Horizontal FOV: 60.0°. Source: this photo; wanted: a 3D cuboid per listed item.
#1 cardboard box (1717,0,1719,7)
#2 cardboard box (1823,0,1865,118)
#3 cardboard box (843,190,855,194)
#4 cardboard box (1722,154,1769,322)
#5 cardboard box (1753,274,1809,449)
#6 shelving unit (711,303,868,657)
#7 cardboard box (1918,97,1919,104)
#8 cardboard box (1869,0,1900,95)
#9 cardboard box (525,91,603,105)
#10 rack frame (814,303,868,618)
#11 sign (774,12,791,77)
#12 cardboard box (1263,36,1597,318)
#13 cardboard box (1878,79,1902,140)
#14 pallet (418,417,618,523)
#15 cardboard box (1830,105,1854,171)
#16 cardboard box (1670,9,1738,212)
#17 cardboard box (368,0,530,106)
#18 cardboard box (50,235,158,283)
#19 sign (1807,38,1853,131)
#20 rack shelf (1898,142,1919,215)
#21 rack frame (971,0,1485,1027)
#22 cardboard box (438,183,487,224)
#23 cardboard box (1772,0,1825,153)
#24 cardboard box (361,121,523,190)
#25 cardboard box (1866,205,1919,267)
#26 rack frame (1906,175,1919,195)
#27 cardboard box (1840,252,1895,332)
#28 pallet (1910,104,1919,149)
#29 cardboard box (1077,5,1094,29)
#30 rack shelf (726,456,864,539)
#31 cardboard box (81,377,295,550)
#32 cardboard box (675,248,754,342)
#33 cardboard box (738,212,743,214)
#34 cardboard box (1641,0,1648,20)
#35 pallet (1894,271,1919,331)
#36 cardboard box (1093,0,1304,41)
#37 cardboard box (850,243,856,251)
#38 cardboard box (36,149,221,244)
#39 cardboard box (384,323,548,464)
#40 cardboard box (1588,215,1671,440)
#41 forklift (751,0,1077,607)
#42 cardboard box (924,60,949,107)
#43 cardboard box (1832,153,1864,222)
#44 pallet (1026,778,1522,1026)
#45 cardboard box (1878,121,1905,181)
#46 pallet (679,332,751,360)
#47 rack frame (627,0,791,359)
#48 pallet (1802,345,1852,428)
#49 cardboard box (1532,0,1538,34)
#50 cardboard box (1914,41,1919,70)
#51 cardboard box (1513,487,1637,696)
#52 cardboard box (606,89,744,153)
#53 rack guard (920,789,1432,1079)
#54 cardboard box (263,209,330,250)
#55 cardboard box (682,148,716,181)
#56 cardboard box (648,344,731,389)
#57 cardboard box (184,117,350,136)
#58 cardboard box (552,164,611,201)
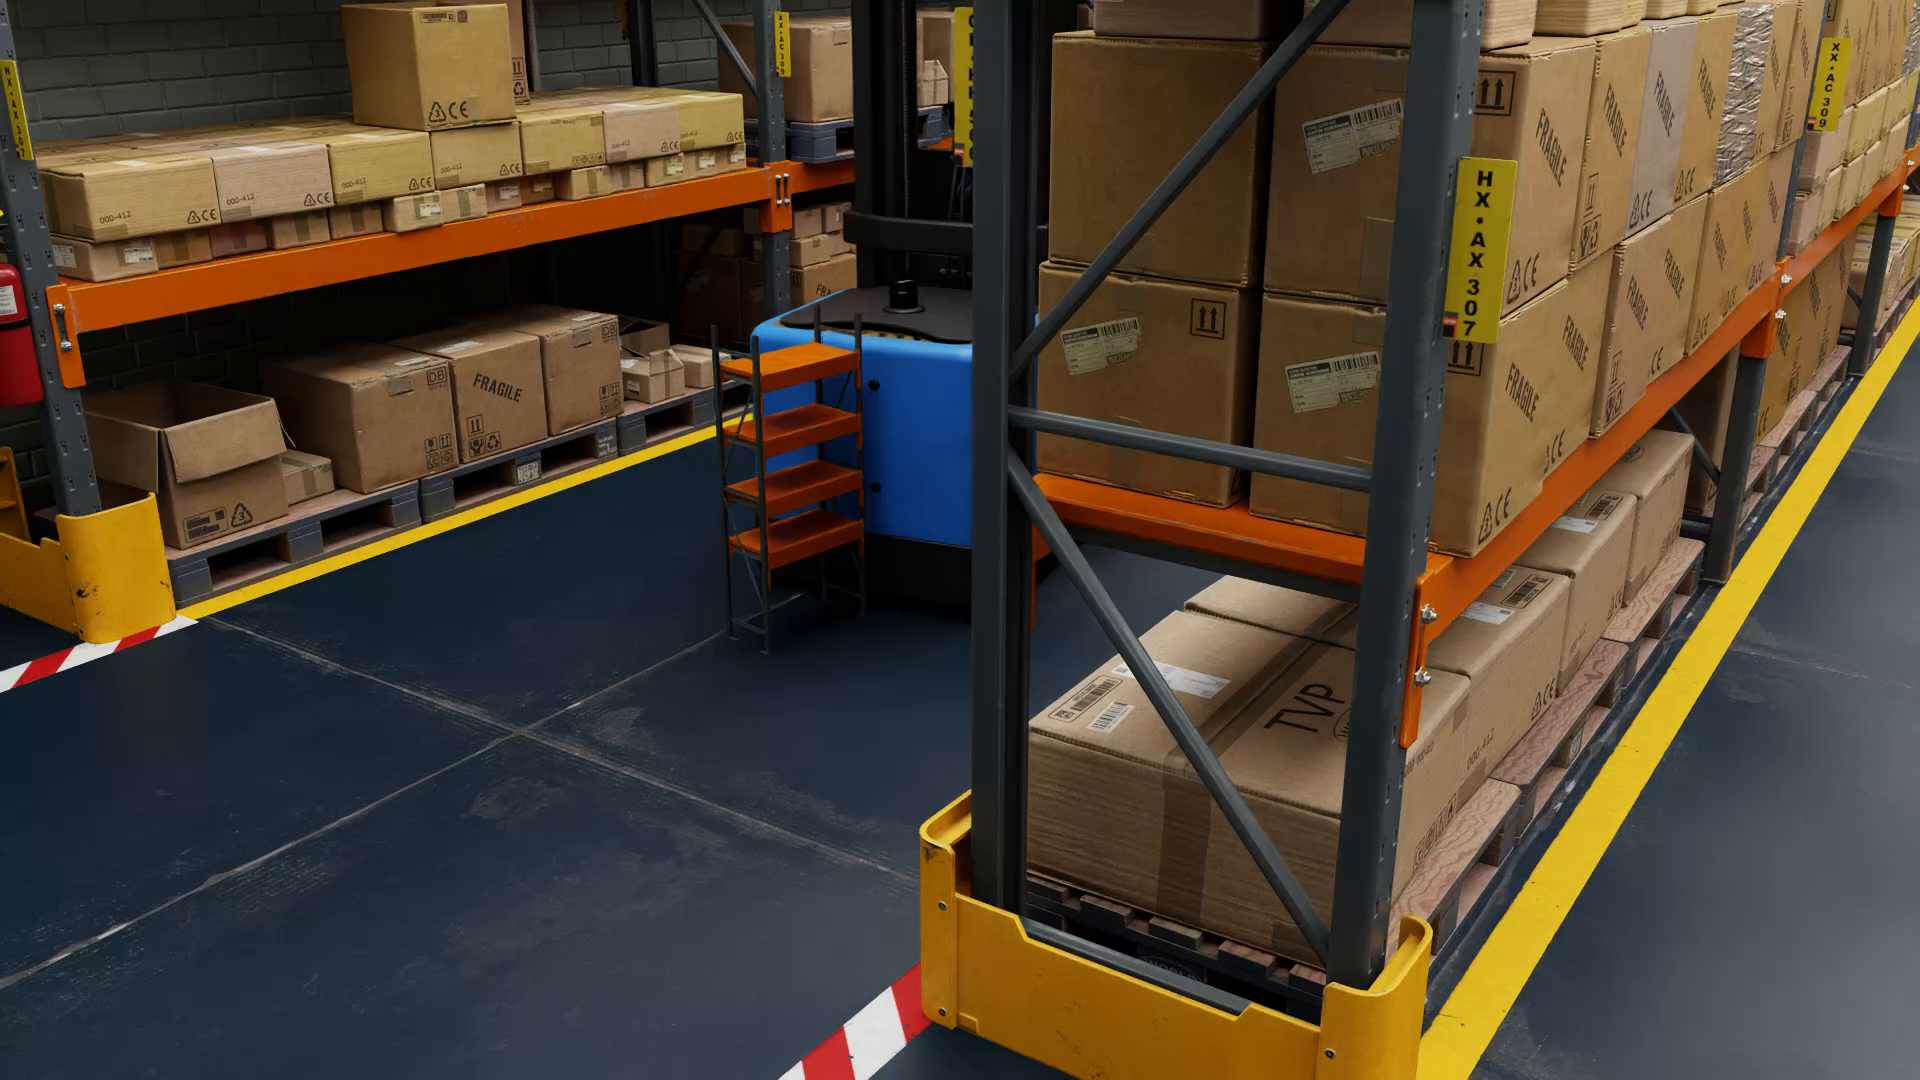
[{"bbox_3d":[1.914,-1.572,4.670,0.380,0.149,0.250,13,24,32],"label":"cardboard box"},{"bbox_3d":[3.206,-1.916,6.536,0.500,0.500,0.500,14,24,32],"label":"cardboard box"},{"bbox_3d":[-0.559,-2.234,11.044,0.380,0.149,0.250,12,24,30],"label":"cardboard box"},{"bbox_3d":[2.387,-1.045,5.623,0.500,0.500,0.500,13,24,31],"label":"cardboard box"},{"bbox_3d":[3.504,-0.985,8.061,0.875,0.875,0.875,14,25,33],"label":"cardboard box"},{"bbox_3d":[-0.618,-0.227,6.149,0.258,1.200,0.503,18,27,40],"label":"shelving unit"},{"bbox_3d":[5.684,-2.758,10.154,0.380,0.149,0.250,12,23,28],"label":"cardboard box"},{"bbox_3d":[4.038,-2.361,7.738,0.500,0.500,0.500,13,24,31],"label":"cardboard box"},{"bbox_3d":[-2.165,-2.132,8.491,0.500,0.250,0.500,13,24,31],"label":"cardboard box"},{"bbox_3d":[-0.452,-0.289,6.317,0.240,1.200,0.015,18,27,40],"label":"rack frame"},{"bbox_3d":[-0.934,-2.600,8.721,0.100,0.325,0.005,13,24,32],"label":"sign"},{"bbox_3d":[0.977,-0.781,3.466,0.500,0.500,0.500,13,24,31],"label":"cardboard box"},{"bbox_3d":[4.351,-2.155,8.262,0.500,0.250,0.500,13,24,30],"label":"cardboard box"},{"bbox_3d":[-2.459,-0.441,8.153,1.003,0.211,1.213,13,24,32],"label":"pallet"},{"bbox_3d":[3.471,-1.721,7.089,0.500,0.250,0.500,14,24,33],"label":"cardboard box"},{"bbox_3d":[1.825,-1.223,4.661,0.500,0.500,0.500,13,24,32],"label":"cardboard box"},{"bbox_3d":[-2.444,-2.343,7.981,0.500,0.500,0.500,13,24,30],"label":"cardboard box"},{"bbox_3d":[-3.224,-1.072,6.203,0.380,0.149,0.250,13,24,31],"label":"cardboard box"},{"bbox_3d":[3.180,-1.666,6.082,0.100,0.325,0.005,13,24,32],"label":"sign"},{"bbox_3d":[6.093,-2.714,11.316,1.077,0.370,4.000,13,24,32],"label":"rack shelf"},{"bbox_3d":[0.472,-0.183,3.435,1.000,3.000,0.127,13,24,32],"label":"rack frame"},{"bbox_3d":[-2.327,-1.512,7.391,0.380,0.149,0.250,14,24,33],"label":"cardboard box"},{"bbox_3d":[2.684,-1.657,5.835,0.500,0.500,0.500,13,24,31],"label":"cardboard box"},{"bbox_3d":[-2.322,-1.738,7.427,0.500,0.250,0.500,13,24,30],"label":"cardboard box"},{"bbox_3d":[6.524,-2.232,12.158,0.950,0.372,0.625,15,25,35],"label":"cardboard box"},{"bbox_3d":[7.218,-3.626,12.743,1.000,3.000,0.127,13,24,32],"label":"rack frame"},{"bbox_3d":[5.295,-1.603,10.456,0.950,0.372,0.625,11,23,28],"label":"cardboard box"},{"bbox_3d":[5.282,-2.613,10.282,1.213,0.211,1.003,13,24,32],"label":"pallet"},{"bbox_3d":[0.877,-3.929,12.483,0.380,0.149,0.250,14,25,34],"label":"cardboard box"},{"bbox_3d":[-0.618,-0.164,6.172,0.258,0.148,0.480,18,27,40],"label":"rack shelf"},{"bbox_3d":[-3.213,-0.333,6.833,0.797,0.503,0.637,12,24,30],"label":"cardboard box"},{"bbox_3d":[-1.355,-1.520,10.049,0.500,0.500,0.500,13,24,32],"label":"cardboard box"},{"bbox_3d":[-1.145,-1.936,10.237,0.380,0.149,0.250,14,24,32],"label":"cardboard box"},{"bbox_3d":[1.467,-1.356,4.088,0.380,0.149,0.250,14,24,32],"label":"cardboard box"},{"bbox_3d":[6.096,-1.743,11.672,1.003,0.211,1.213,13,24,32],"label":"pallet"},{"bbox_3d":[0.508,-1.145,3.515,0.380,0.149,0.250,14,24,33],"label":"cardboard box"},{"bbox_3d":[-0.738,-1.847,9.998,0.380,0.149,0.250,12,23,29],"label":"cardboard box"},{"bbox_3d":[-3.157,-1.296,6.233,0.500,0.250,0.500,13,24,32],"label":"cardboard box"},{"bbox_3d":[-2.320,-0.701,7.834,0.500,0.500,0.500,14,24,33],"label":"cardboard box"},{"bbox_3d":[1.541,-0.604,4.430,0.500,0.500,0.500,13,24,32],"label":"cardboard box"},{"bbox_3d":[0.223,-1.594,7.350,1.130,2.935,3.031,9,22,22],"label":"forklift"},{"bbox_3d":[-0.288,-2.755,9.977,0.396,0.266,0.258,15,25,34],"label":"cardboard box"},{"bbox_3d":[3.777,-1.627,7.557,0.500,0.250,0.500,13,24,31],"label":"cardboard box"},{"bbox_3d":[0.857,0.881,4.580,1.003,0.211,1.213,13,24,32],"label":"pallet"},{"bbox_3d":[4.625,-2.062,8.732,0.500,0.250,0.500,14,24,33],"label":"cardboard box"},{"bbox_3d":[-0.961,-1.230,10.286,1.003,0.211,1.213,13,24,32],"label":"pallet"},{"bbox_3d":[-1.387,-2.297,9.151,1.000,3.000,0.127,13,24,32],"label":"rack frame"},{"bbox_3d":[4.464,-0.959,9.552,1.003,0.211,1.213,13,24,32],"label":"pallet"},{"bbox_3d":[0.989,-1.140,3.502,0.380,0.149,0.250,14,24,33],"label":"cardboard box"},{"bbox_3d":[4.895,-2.794,8.910,0.500,0.500,0.500,13,24,30],"label":"cardboard box"},{"bbox_3d":[1.776,0.091,5.784,0.875,0.438,0.875,12,24,30],"label":"cardboard box"},{"bbox_3d":[-1.471,-2.173,8.602,0.500,0.250,0.500,14,24,33],"label":"cardboard box"},{"bbox_3d":[0.458,0.997,3.850,1.175,0.500,0.348,13,24,32],"label":"rack guard"},{"bbox_3d":[-2.807,-1.297,6.810,0.380,0.149,0.250,14,25,33],"label":"cardboard box"},{"bbox_3d":[-1.486,-1.960,8.601,0.380,0.149,0.250,14,25,33],"label":"cardboard box"},{"bbox_3d":[-1.457,-0.940,8.986,0.380,0.149,0.250,12,24,30],"label":"cardboard box"},{"bbox_3d":[-3.023,-1.691,7.301,0.500,0.250,0.500,14,25,33],"label":"cardboard box"},{"bbox_3d":[-1.902,-1.732,7.985,0.380,0.149,0.250,13,24,31],"label":"cardboard box"}]
